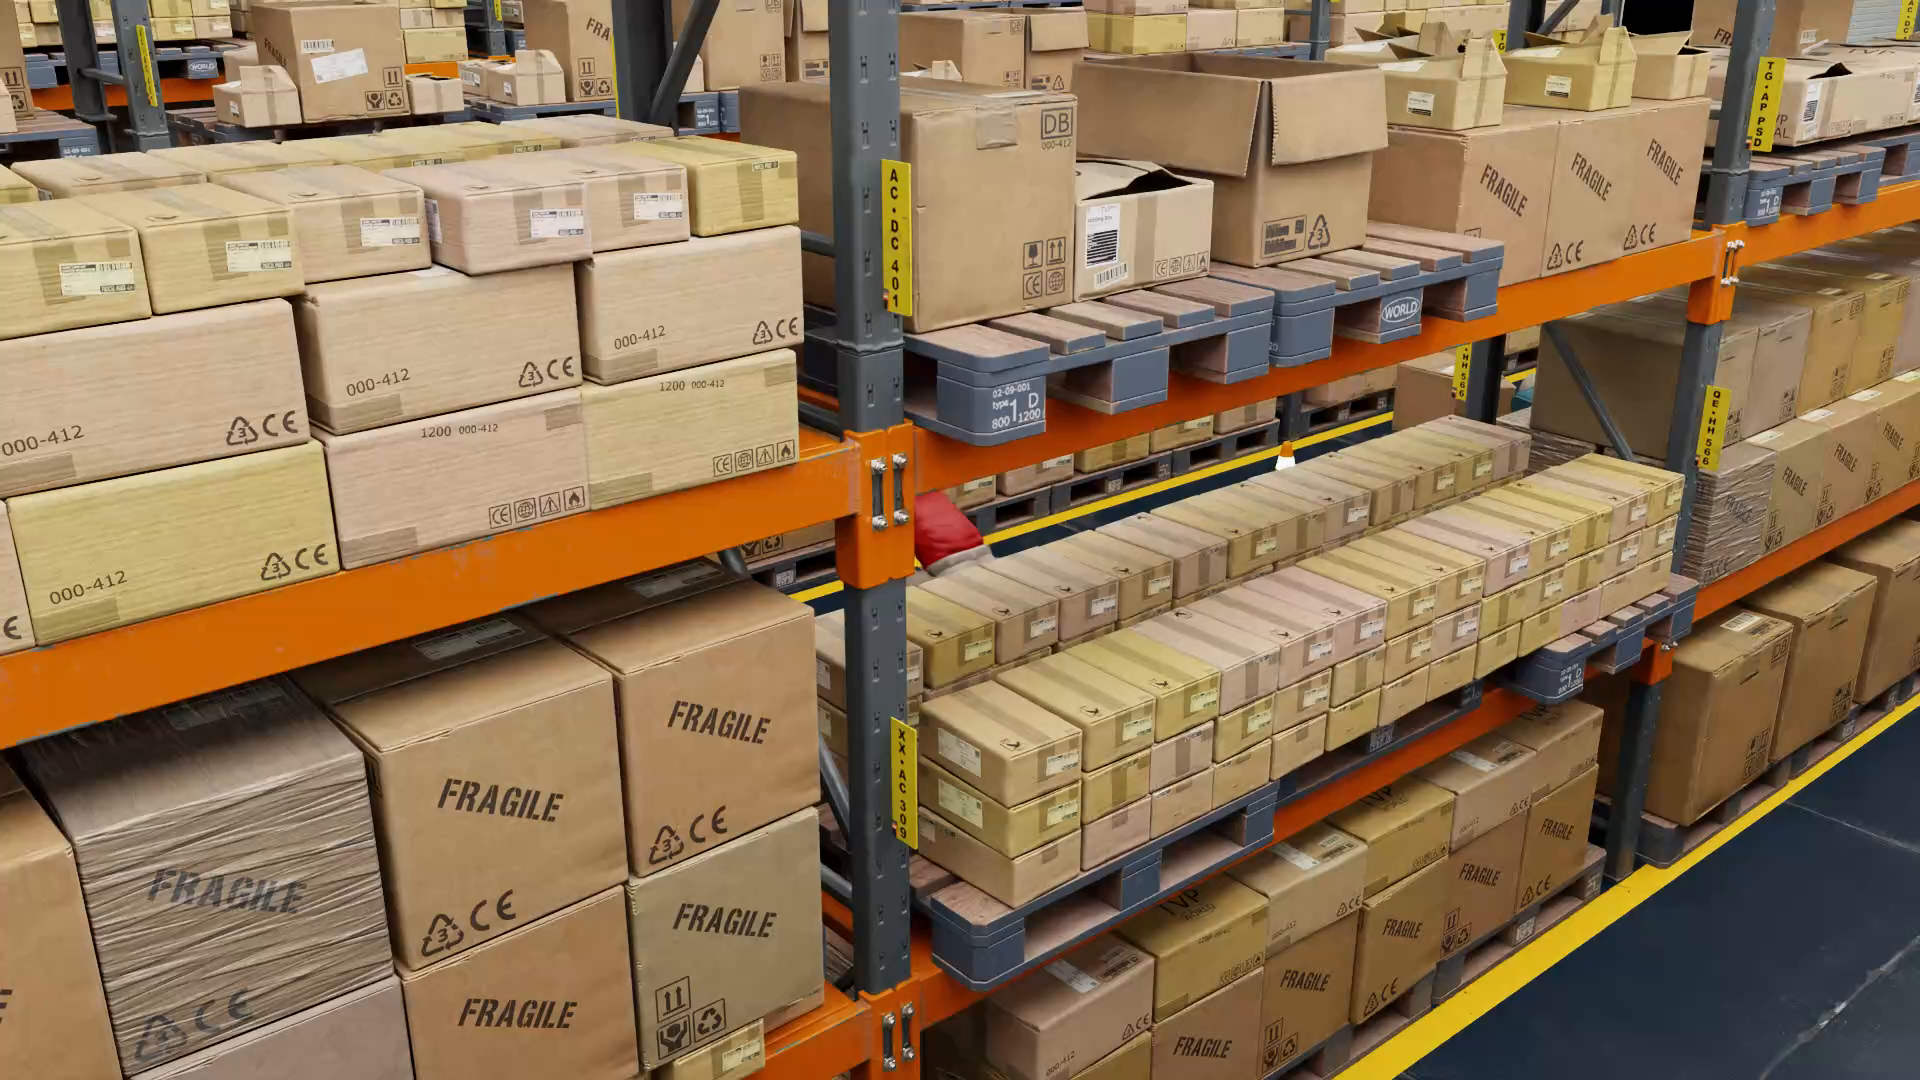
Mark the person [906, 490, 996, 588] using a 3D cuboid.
[{"bbox_3d":[-0.185,0.170,9.103,0.572,1.061,0.850,-17,27,-38],"label":"person"}]
